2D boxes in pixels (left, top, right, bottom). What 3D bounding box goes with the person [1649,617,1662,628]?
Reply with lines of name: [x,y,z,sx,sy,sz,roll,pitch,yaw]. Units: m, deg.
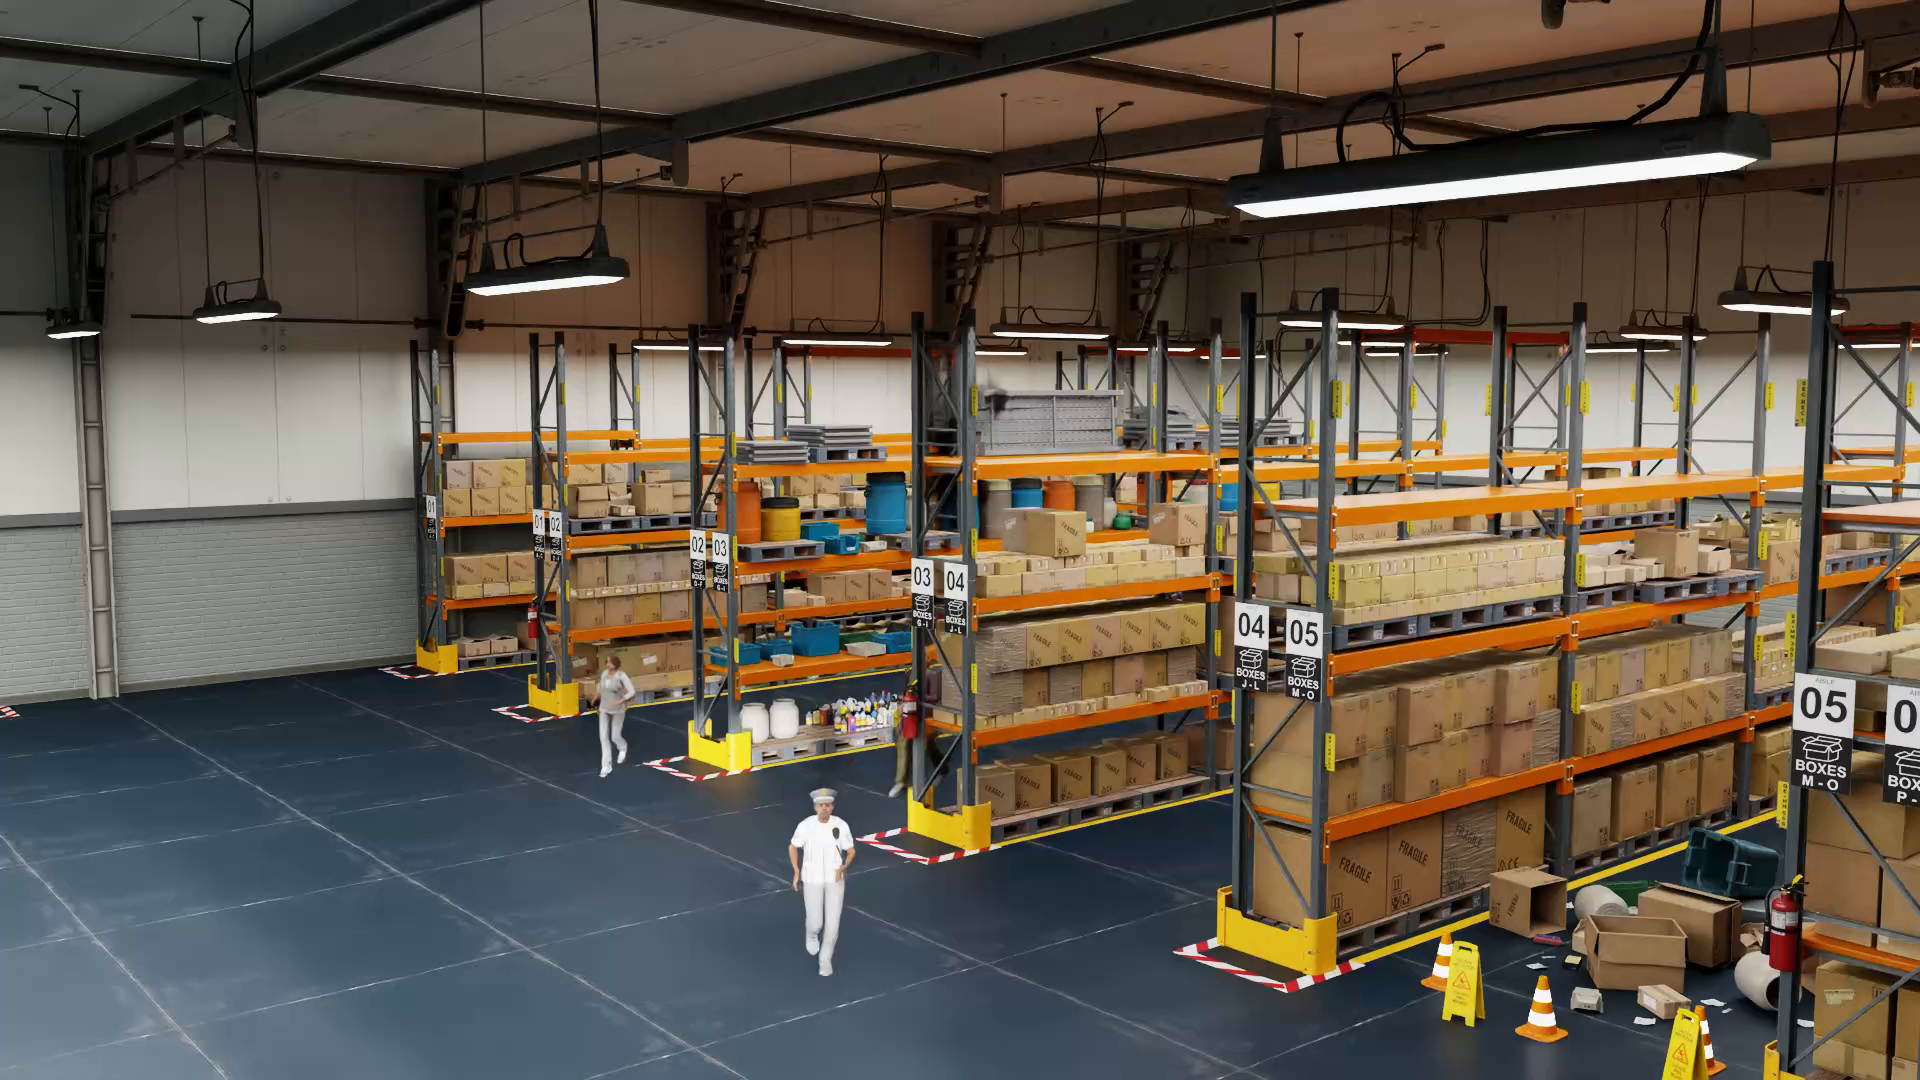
person: [10.626,1.992,25.496,0.802,1.690,0.539,-5,7,-44]

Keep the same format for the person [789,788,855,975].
person: [-1.205,2.994,14.643,0.582,1.661,0.560,-1,5,-9]

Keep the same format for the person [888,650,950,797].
person: [-0.502,2.244,20.717,0.691,1.793,0.993,4,7,38]

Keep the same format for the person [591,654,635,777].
person: [-4.646,2.324,22.336,0.586,1.607,0.725,2,6,17]
